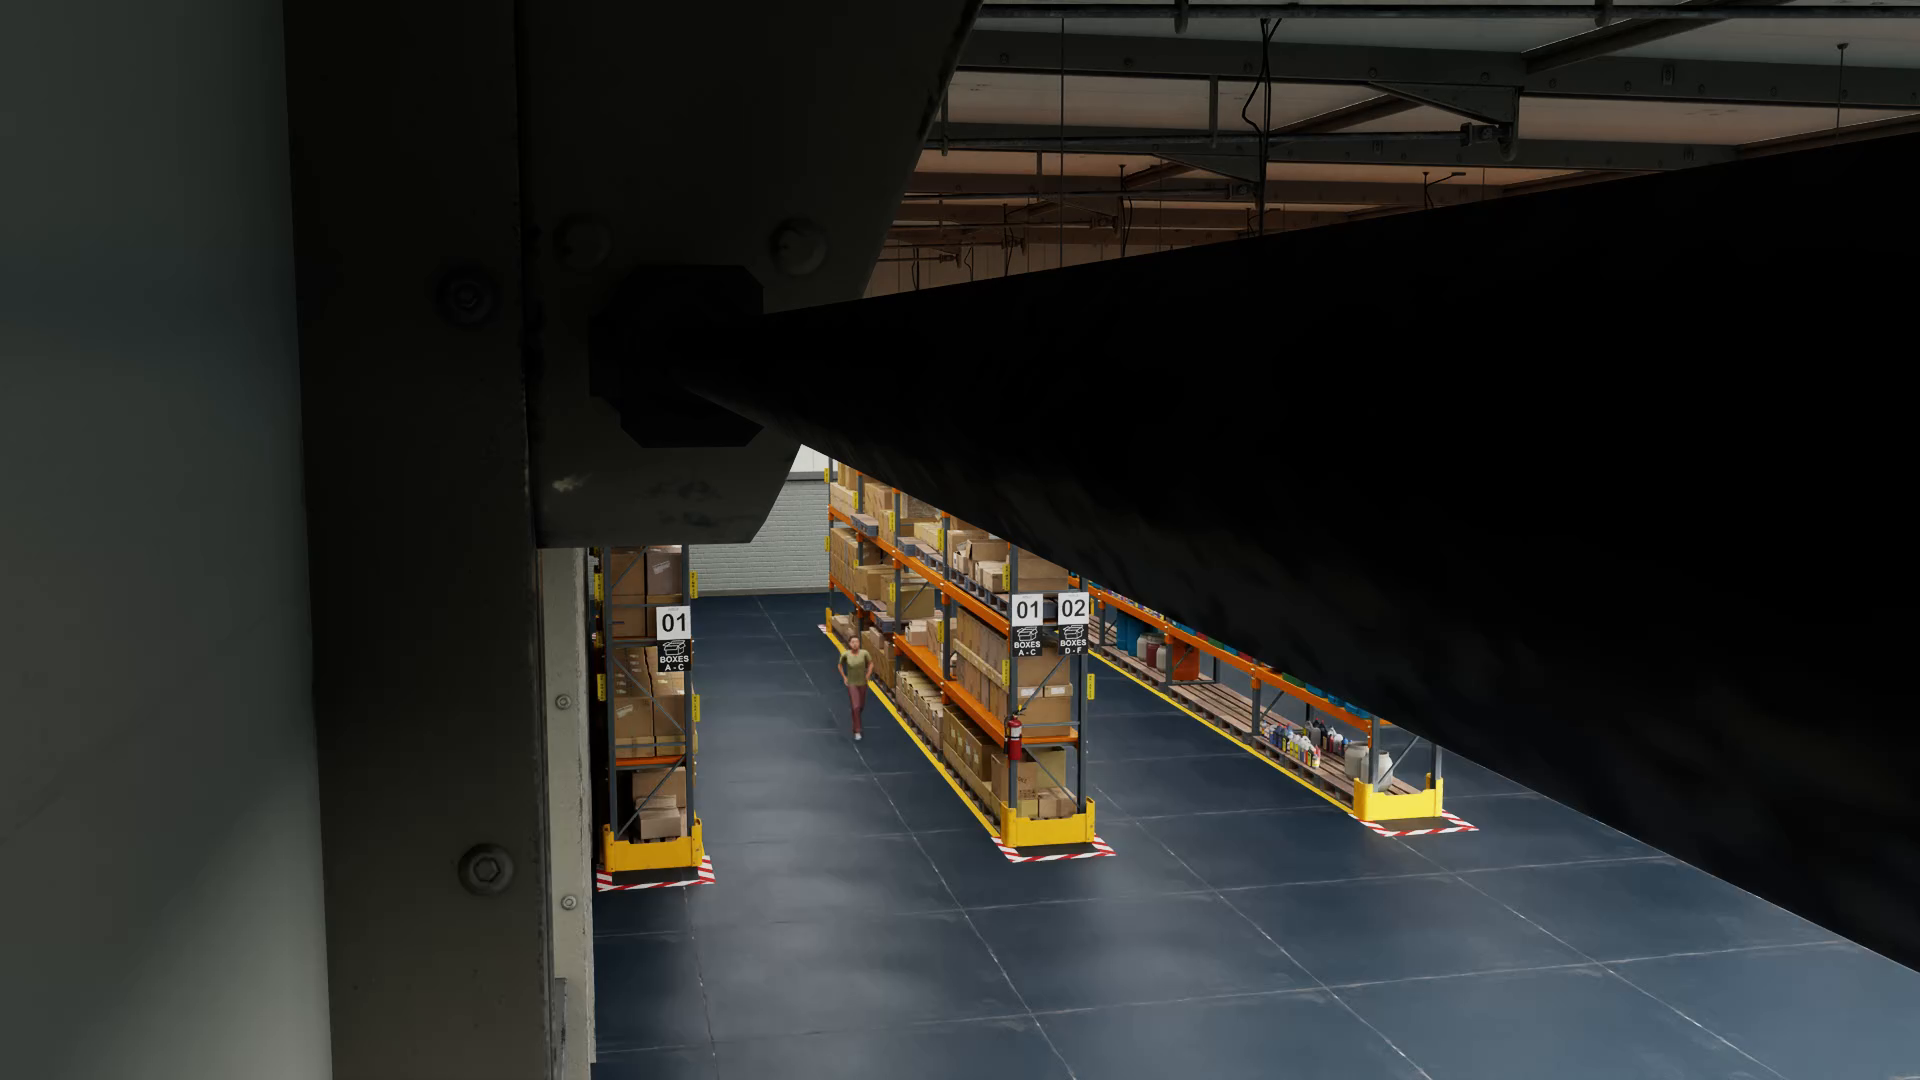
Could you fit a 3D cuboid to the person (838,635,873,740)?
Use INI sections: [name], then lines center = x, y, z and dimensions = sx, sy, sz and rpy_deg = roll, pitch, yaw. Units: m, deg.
[person]
center = -1.688, 2.336, 26.859
dimensions = 0.577, 1.678, 0.765
rpy_deg = -1, 7, -12
